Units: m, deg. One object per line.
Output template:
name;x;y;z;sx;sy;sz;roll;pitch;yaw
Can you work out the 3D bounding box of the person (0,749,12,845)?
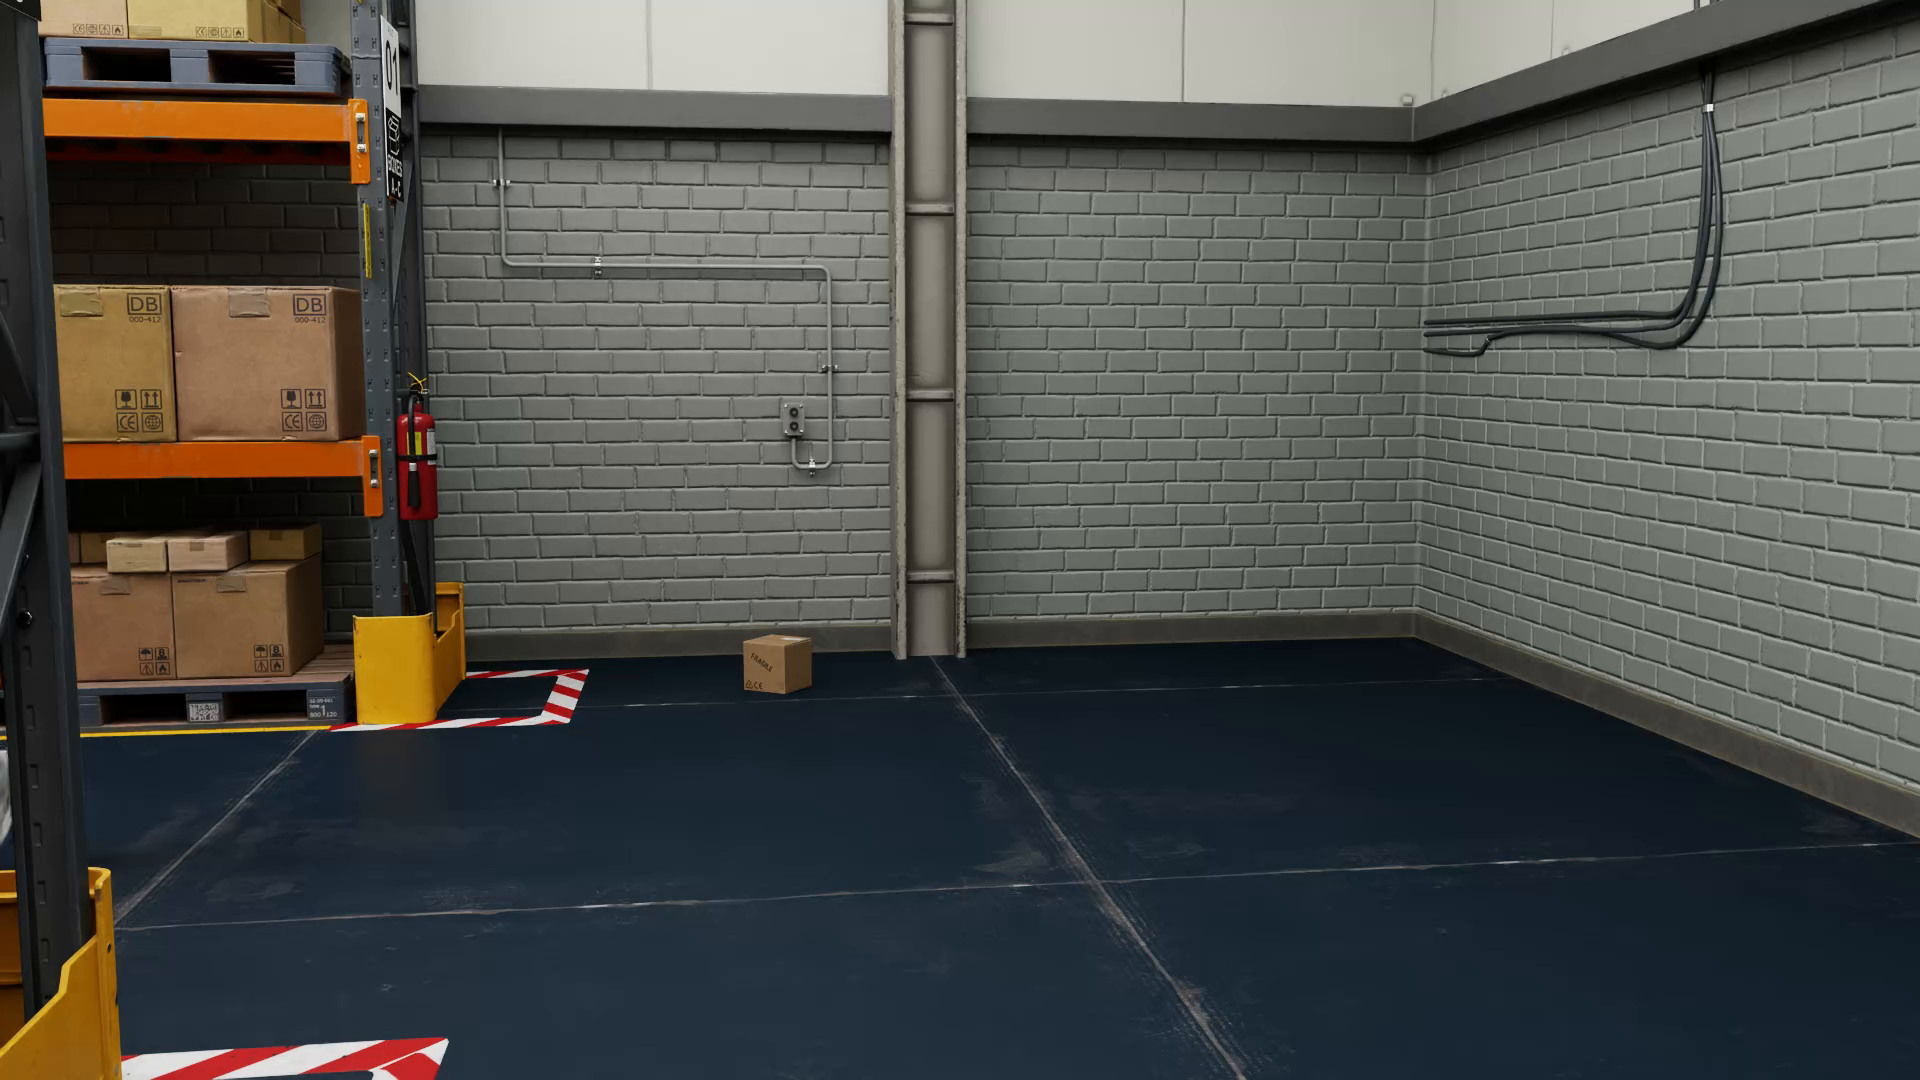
person;-3.358;0.217;5.150;0.613;1.768;0.777;5;8;39
